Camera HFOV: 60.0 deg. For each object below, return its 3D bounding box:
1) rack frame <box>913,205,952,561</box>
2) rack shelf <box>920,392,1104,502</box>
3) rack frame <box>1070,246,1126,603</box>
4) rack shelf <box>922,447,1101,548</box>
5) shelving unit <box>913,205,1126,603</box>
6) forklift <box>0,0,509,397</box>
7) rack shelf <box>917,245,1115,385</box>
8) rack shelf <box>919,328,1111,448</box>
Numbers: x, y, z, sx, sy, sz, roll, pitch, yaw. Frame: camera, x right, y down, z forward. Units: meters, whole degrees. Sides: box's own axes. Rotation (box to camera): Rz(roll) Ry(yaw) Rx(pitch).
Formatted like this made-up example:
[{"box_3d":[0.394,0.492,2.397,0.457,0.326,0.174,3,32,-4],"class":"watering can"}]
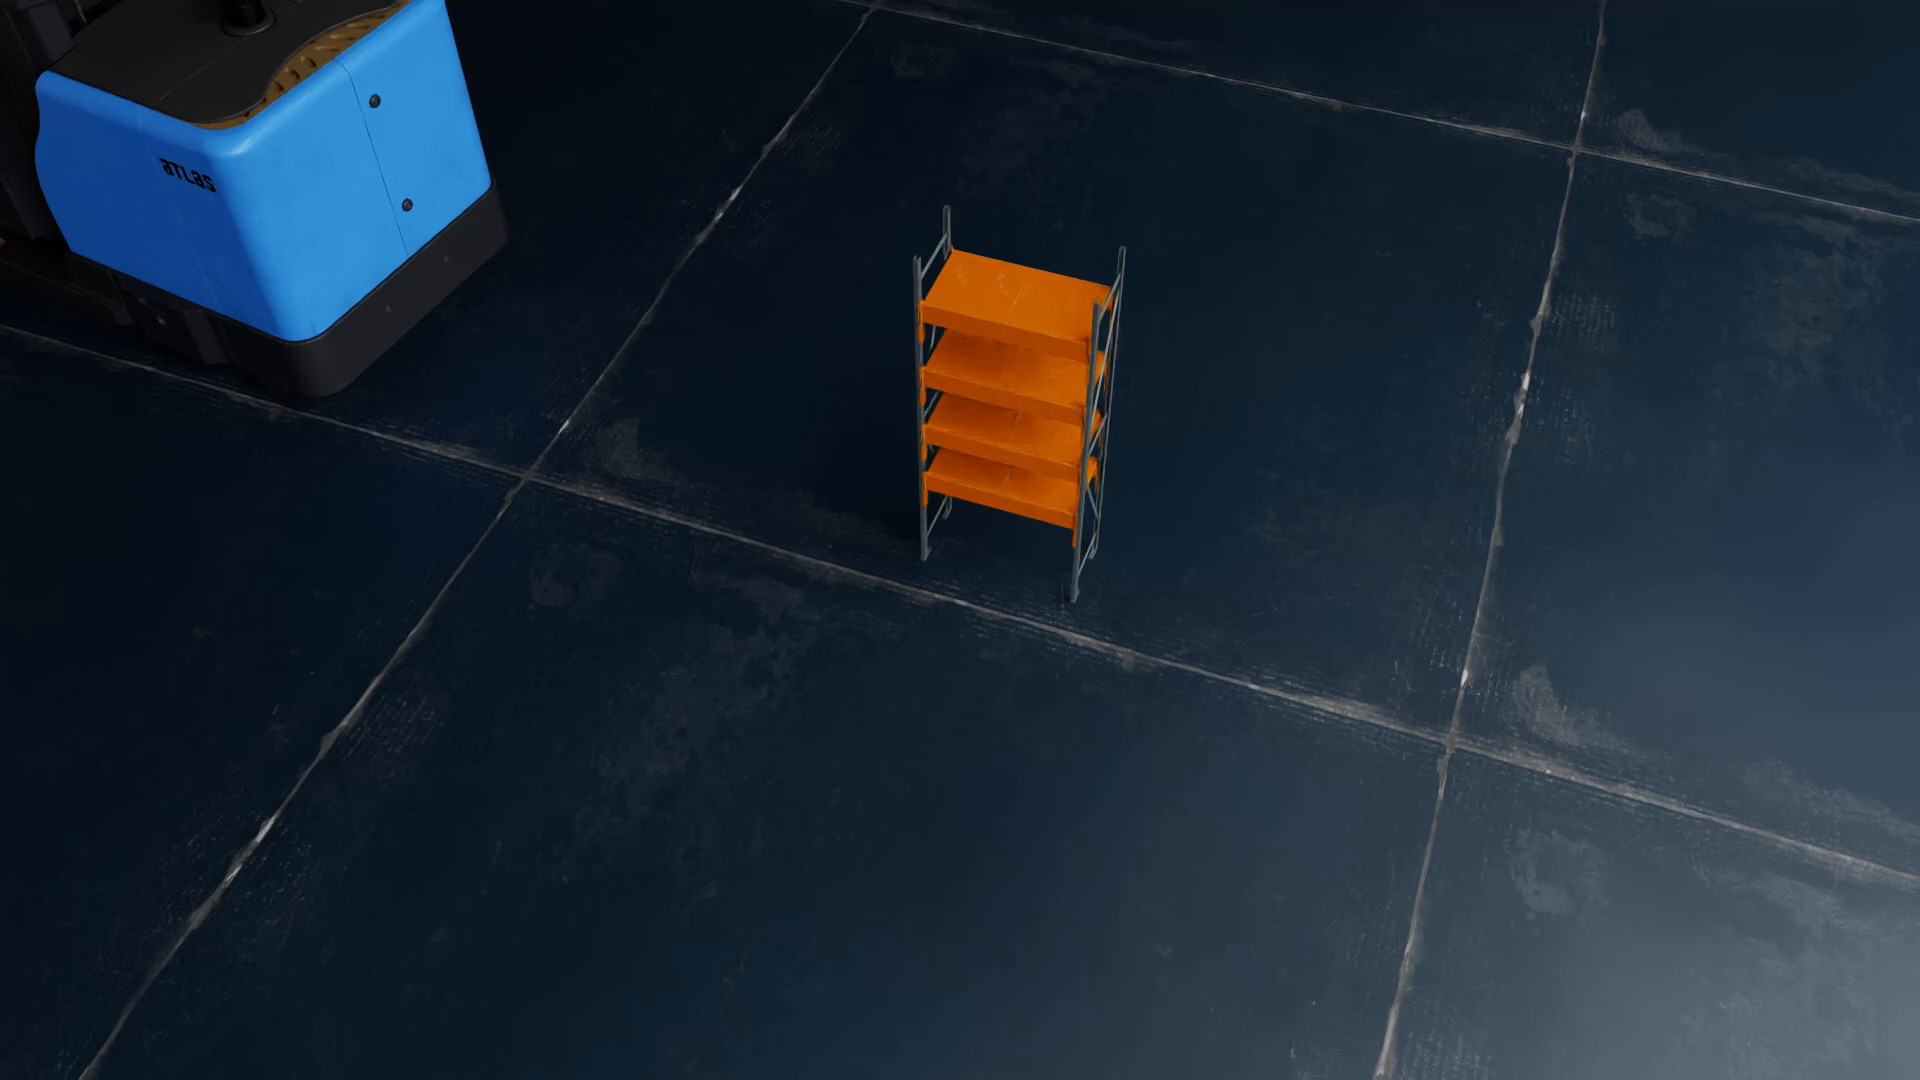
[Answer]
[{"box_3d":[-0.074,-0.414,4.814,0.015,1.200,0.240,16,51,13],"class":"rack frame"},{"box_3d":[0.155,-0.306,4.810,0.480,0.148,0.258,16,51,13],"class":"rack shelf"},{"box_3d":[0.384,-0.286,4.704,0.015,1.200,0.240,16,51,13],"class":"rack frame"},{"box_3d":[0.155,-0.176,4.960,0.480,0.148,0.258,16,51,13],"class":"rack shelf"},{"box_3d":[0.155,-0.350,4.759,0.503,1.200,0.258,16,51,13],"class":"shelving unit"},{"box_3d":[-3.205,-2.248,5.259,3.031,2.935,1.130,22,53,18],"class":"forklift"},{"box_3d":[0.155,-0.607,4.462,0.480,0.148,0.258,16,51,13],"class":"rack shelf"},{"box_3d":[0.155,-0.452,4.641,0.480,0.148,0.258,16,51,13],"class":"rack shelf"}]
